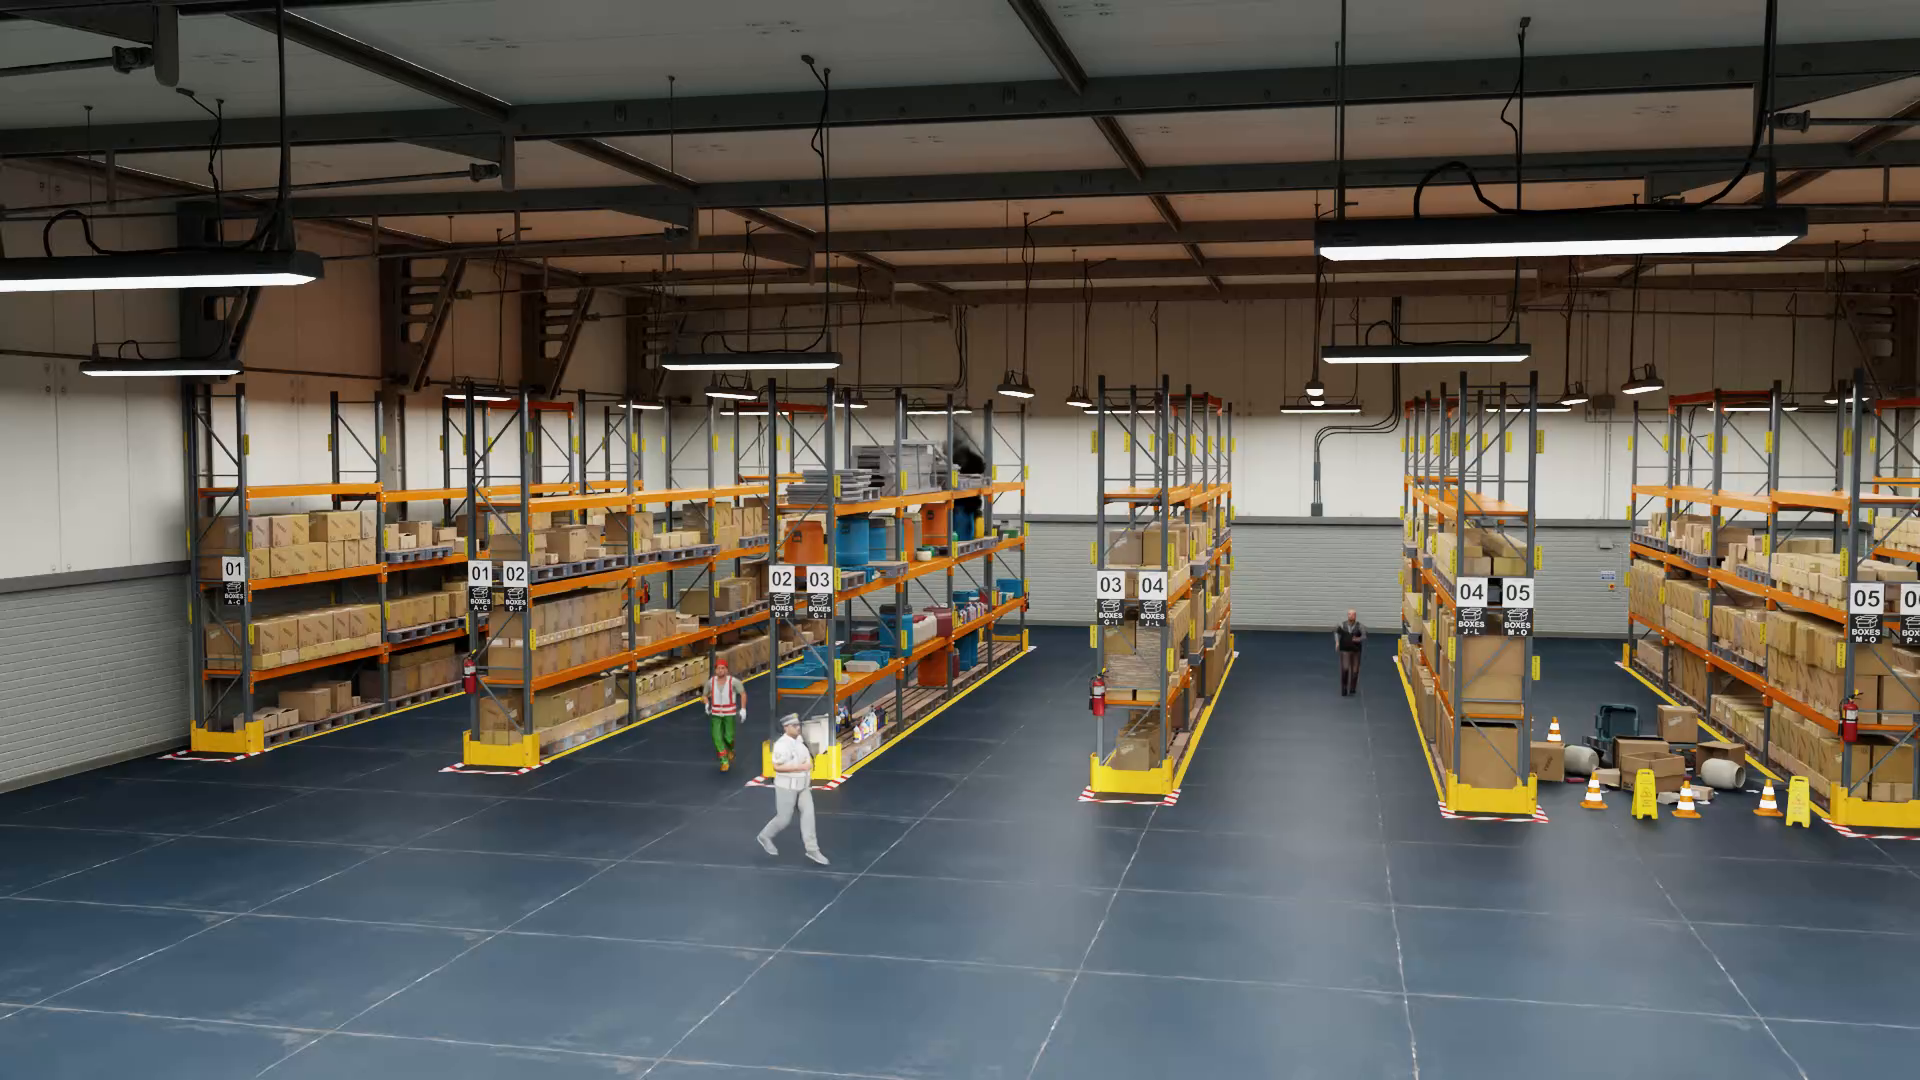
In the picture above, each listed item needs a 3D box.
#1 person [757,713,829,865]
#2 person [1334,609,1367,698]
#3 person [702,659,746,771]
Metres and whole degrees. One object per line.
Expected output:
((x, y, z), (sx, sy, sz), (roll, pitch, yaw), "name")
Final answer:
((-2.010, 2.955, 19.910), (0.966, 1.793, 0.659), (2, 4, 33), "person")
((7.760, 2.258, 33.050), (0.627, 1.756, 0.729), (1, 3, 10), "person")
((-3.635, 2.685, 25.480), (0.665, 1.726, 0.584), (0, 3, 3), "person")
